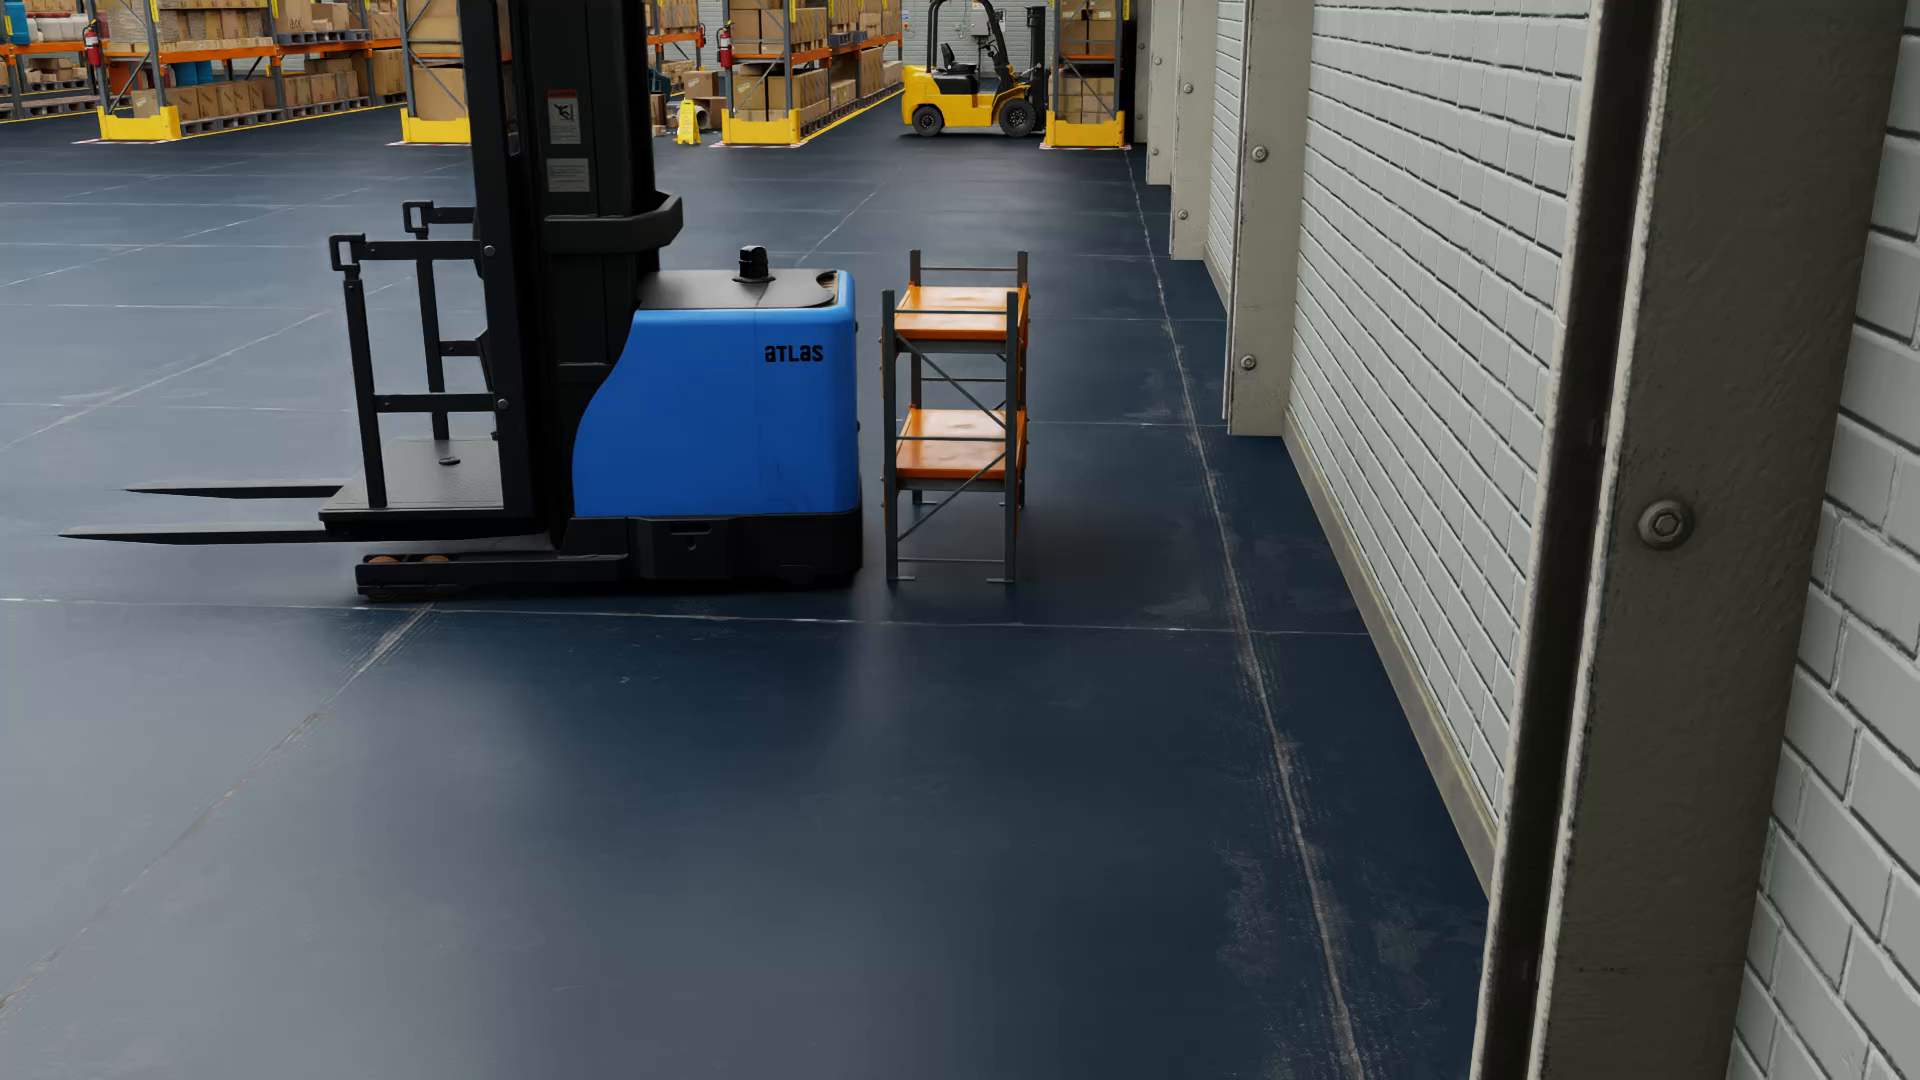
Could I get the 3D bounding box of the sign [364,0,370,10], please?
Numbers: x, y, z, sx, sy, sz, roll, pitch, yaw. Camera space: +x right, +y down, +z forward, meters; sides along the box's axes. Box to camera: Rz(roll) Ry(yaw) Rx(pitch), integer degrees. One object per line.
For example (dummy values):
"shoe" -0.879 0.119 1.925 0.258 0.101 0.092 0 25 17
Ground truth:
"sign" -11.826 -10.738 33.145 0.100 0.325 0.005 1 18 4

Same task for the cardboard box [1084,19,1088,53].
"cardboard box" 1.714 -7.786 25.708 0.500 0.500 0.500 2 18 6

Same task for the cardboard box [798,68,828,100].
"cardboard box" -2.545 -7.831 28.541 0.500 0.500 0.500 1 18 3

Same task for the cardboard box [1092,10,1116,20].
"cardboard box" 2.177 -7.875 24.936 0.380 0.149 0.250 1 18 3

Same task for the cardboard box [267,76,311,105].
"cardboard box" -12.536 -8.352 30.902 0.700 0.500 0.500 1 18 4

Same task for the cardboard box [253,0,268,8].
"cardboard box" -12.413 -9.511 28.887 0.500 0.500 0.500 1 18 4

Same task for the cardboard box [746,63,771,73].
"cardboard box" -3.259 -7.616 26.845 0.380 0.149 0.250 2 18 6

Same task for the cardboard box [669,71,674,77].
"cardboard box" -6.821 -10.752 38.347 0.380 0.149 0.250 2 18 6

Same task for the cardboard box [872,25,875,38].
"cardboard box" -2.071 -10.725 35.079 0.500 0.250 0.500 1 18 2

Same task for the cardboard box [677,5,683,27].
"cardboard box" -6.745 -12.149 38.544 0.500 0.500 0.500 2 18 7

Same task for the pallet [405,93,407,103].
"pallet" -12.146 -9.531 35.670 1.003 0.211 1.213 1 18 4

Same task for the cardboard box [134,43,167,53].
"cardboard box" -12.683 -7.714 26.051 0.380 0.149 0.250 1 18 4

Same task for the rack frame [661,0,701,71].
"rack frame" -6.855 -12.577 40.490 1.000 3.000 0.127 1 18 4

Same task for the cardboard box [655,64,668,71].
"cardboard box" -6.862 -10.729 37.797 0.380 0.149 0.250 1 18 3

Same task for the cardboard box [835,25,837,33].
"cardboard box" -2.389 -9.093 29.587 0.380 0.149 0.250 2 18 5

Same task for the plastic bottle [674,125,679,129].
"plastic bottle" -4.734 -7.016 28.237 0.133 0.061 0.283 4 19 13

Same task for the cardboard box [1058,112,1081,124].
"cardboard box" 1.613 -6.465 25.578 0.500 0.250 0.500 1 18 4

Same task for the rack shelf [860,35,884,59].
"rack shelf" -2.340 -10.293 34.673 1.077 0.370 4.000 1 18 4

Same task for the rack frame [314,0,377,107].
"rack frame" -12.368 -10.235 33.341 1.000 3.000 0.127 1 18 4

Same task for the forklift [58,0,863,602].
"forklift" -1.913 -1.332 6.282 3.031 2.935 1.130 -1 18 -3

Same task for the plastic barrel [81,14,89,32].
"plastic barrel" -17.169 -10.074 32.671 0.421 0.512 0.421 0 18 0

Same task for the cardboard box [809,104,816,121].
"cardboard box" -2.653 -6.994 27.193 0.500 0.250 0.500 3 18 8

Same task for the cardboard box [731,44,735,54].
"cardboard box" -3.336 -7.612 25.739 0.380 0.149 0.250 1 18 3

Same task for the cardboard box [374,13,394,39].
"cardboard box" -12.027 -10.587 34.256 0.500 0.500 0.500 1 18 2

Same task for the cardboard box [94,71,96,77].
"cardboard box" -21.587 -11.506 41.065 0.380 0.166 0.250 1 18 4

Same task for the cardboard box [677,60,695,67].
"cardboard box" -6.640 -11.535 40.257 0.380 0.149 0.250 1 18 5

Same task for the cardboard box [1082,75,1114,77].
"cardboard box" 2.149 -7.088 25.872 0.500 0.250 0.500 1 18 4

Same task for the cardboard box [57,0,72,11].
"cardboard box" -21.538 -12.842 39.533 0.500 0.500 0.500 2 18 6

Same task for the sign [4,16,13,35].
"sign" -17.047 -9.219 29.796 0.100 0.325 0.005 1 18 4

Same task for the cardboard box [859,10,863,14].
"cardboard box" -2.204 -10.684 32.945 0.500 0.500 0.500 1 18 2

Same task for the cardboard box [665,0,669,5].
"cardboard box" -6.844 -12.295 37.384 0.500 0.500 0.500 1 18 2

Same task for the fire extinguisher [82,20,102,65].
"fire extinguisher" -13.410 -7.688 25.693 0.296 0.674 0.183 1 18 4

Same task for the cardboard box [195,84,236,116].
"cardboard box" -12.723 -7.508 28.360 0.500 0.500 0.500 0 18 -1

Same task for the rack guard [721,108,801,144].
"rack guard" -3.052 -6.365 25.544 1.175 0.500 0.348 1 18 4

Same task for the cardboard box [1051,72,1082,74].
"cardboard box" 1.717 -7.410 26.856 0.500 0.250 0.500 1 18 3

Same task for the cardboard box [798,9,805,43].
"cardboard box" -2.713 -8.020 25.942 0.500 0.500 0.500 2 18 6

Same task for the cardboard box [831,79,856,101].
"cardboard box" -2.534 -8.789 32.475 0.950 0.372 0.625 0 18 0

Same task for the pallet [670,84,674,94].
"pallet" -7.129 -10.219 37.772 1.003 0.211 1.213 1 18 4

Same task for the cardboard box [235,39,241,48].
"cardboard box" -12.539 -8.491 28.423 0.380 0.149 0.250 1 18 4

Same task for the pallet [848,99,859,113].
"pallet" -2.541 -8.446 32.359 1.003 0.211 1.213 1 18 4

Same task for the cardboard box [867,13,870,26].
"cardboard box" -2.115 -10.647 34.036 0.500 0.250 0.500 1 18 4

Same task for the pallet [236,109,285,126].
"pallet" -12.668 -7.458 29.345 1.003 0.211 1.213 1 18 4

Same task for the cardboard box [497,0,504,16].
"cardboard box" -7.813 -8.651 26.531 0.875 0.550 0.550 1 18 4

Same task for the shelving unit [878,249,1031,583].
"shelving unit" 0.000 -0.537 6.754 0.538 1.125 1.048 1 18 4

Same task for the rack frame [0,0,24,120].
"rack frame" -17.595 -9.103 29.887 1.000 3.000 0.127 1 18 4

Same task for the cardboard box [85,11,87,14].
"cardboard box" -21.470 -12.683 40.651 0.500 0.500 0.500 1 18 4

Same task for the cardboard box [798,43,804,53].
"cardboard box" -2.659 -7.748 26.154 0.380 0.149 0.250 2 18 5

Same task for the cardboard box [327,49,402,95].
"cardboard box" -12.298 -9.639 34.259 1.225 0.875 0.875 0 18 1
